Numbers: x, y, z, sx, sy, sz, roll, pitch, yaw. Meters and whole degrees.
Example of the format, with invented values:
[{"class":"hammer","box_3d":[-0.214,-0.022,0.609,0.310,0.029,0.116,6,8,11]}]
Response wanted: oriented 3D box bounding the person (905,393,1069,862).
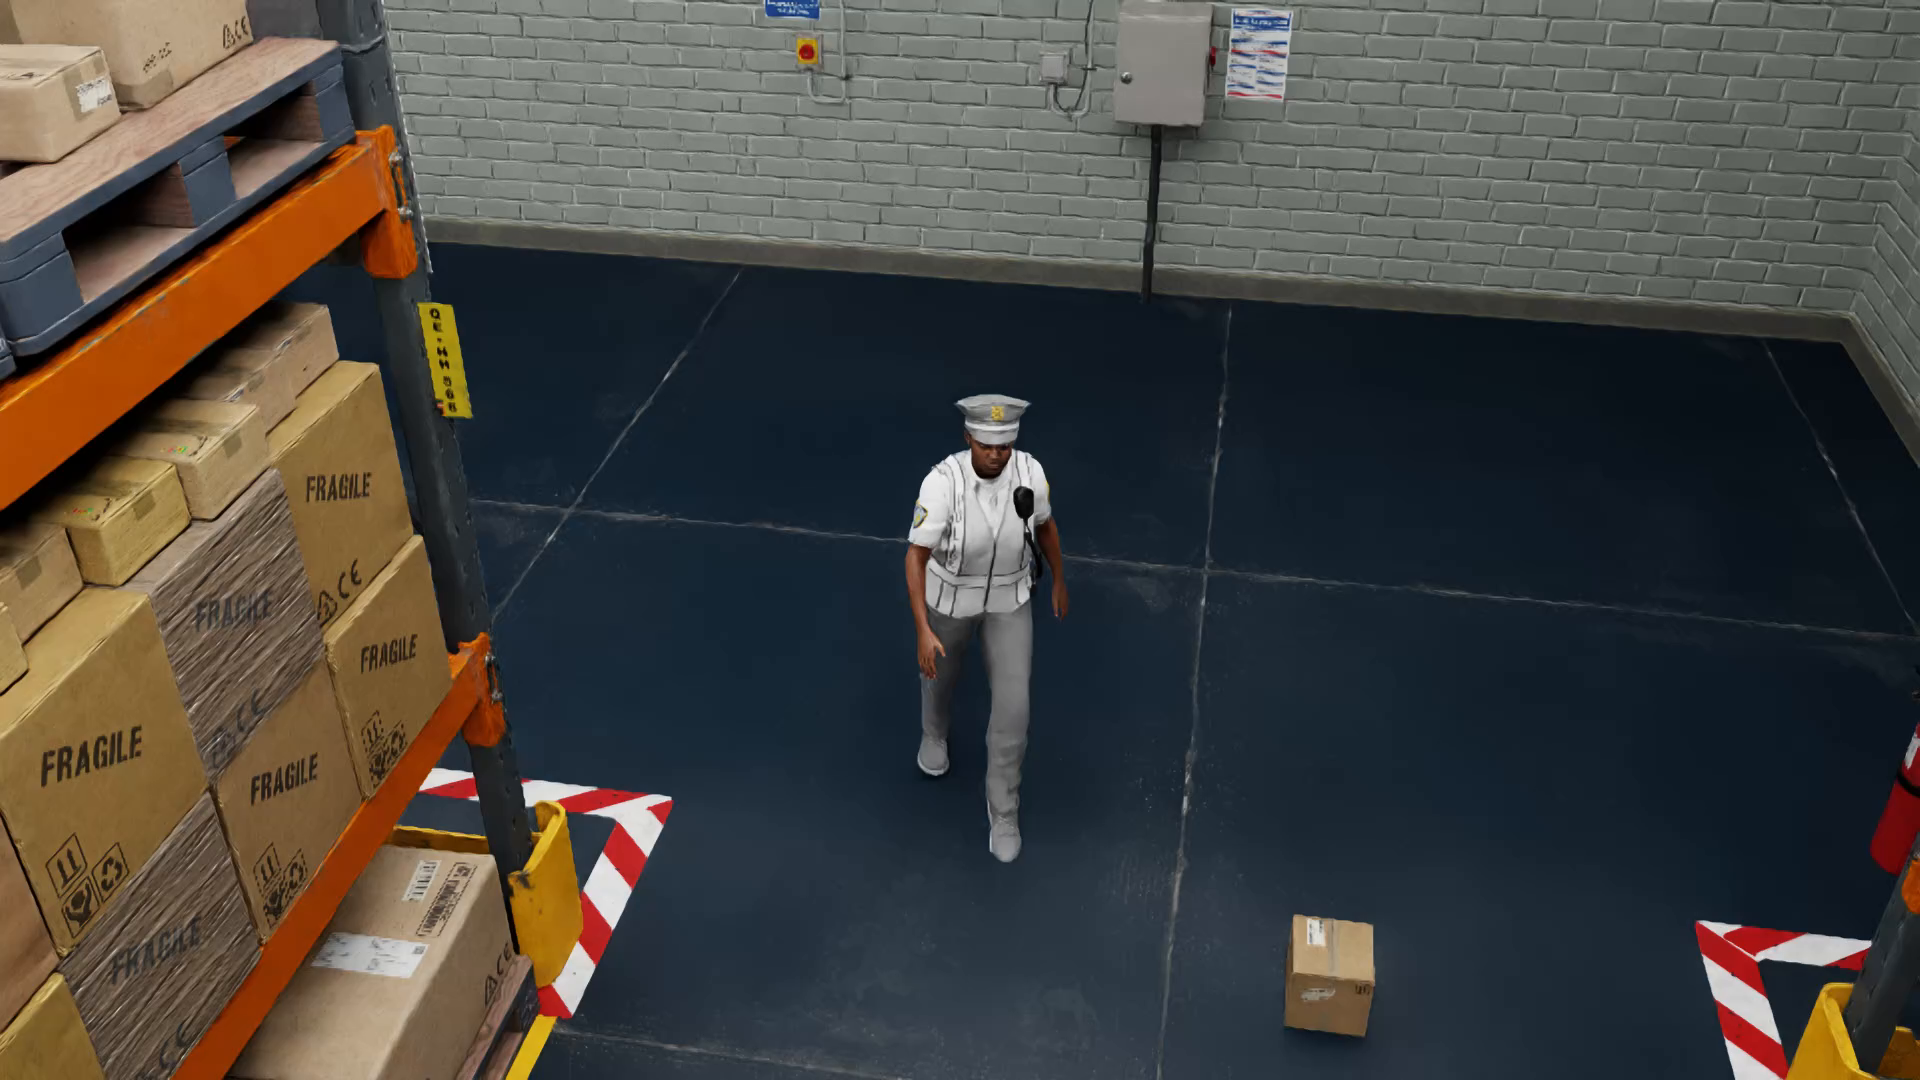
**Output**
[{"class":"person","box_3d":[0.110,0.251,5.769,0.618,1.713,0.763,-7,33,-10]}]
